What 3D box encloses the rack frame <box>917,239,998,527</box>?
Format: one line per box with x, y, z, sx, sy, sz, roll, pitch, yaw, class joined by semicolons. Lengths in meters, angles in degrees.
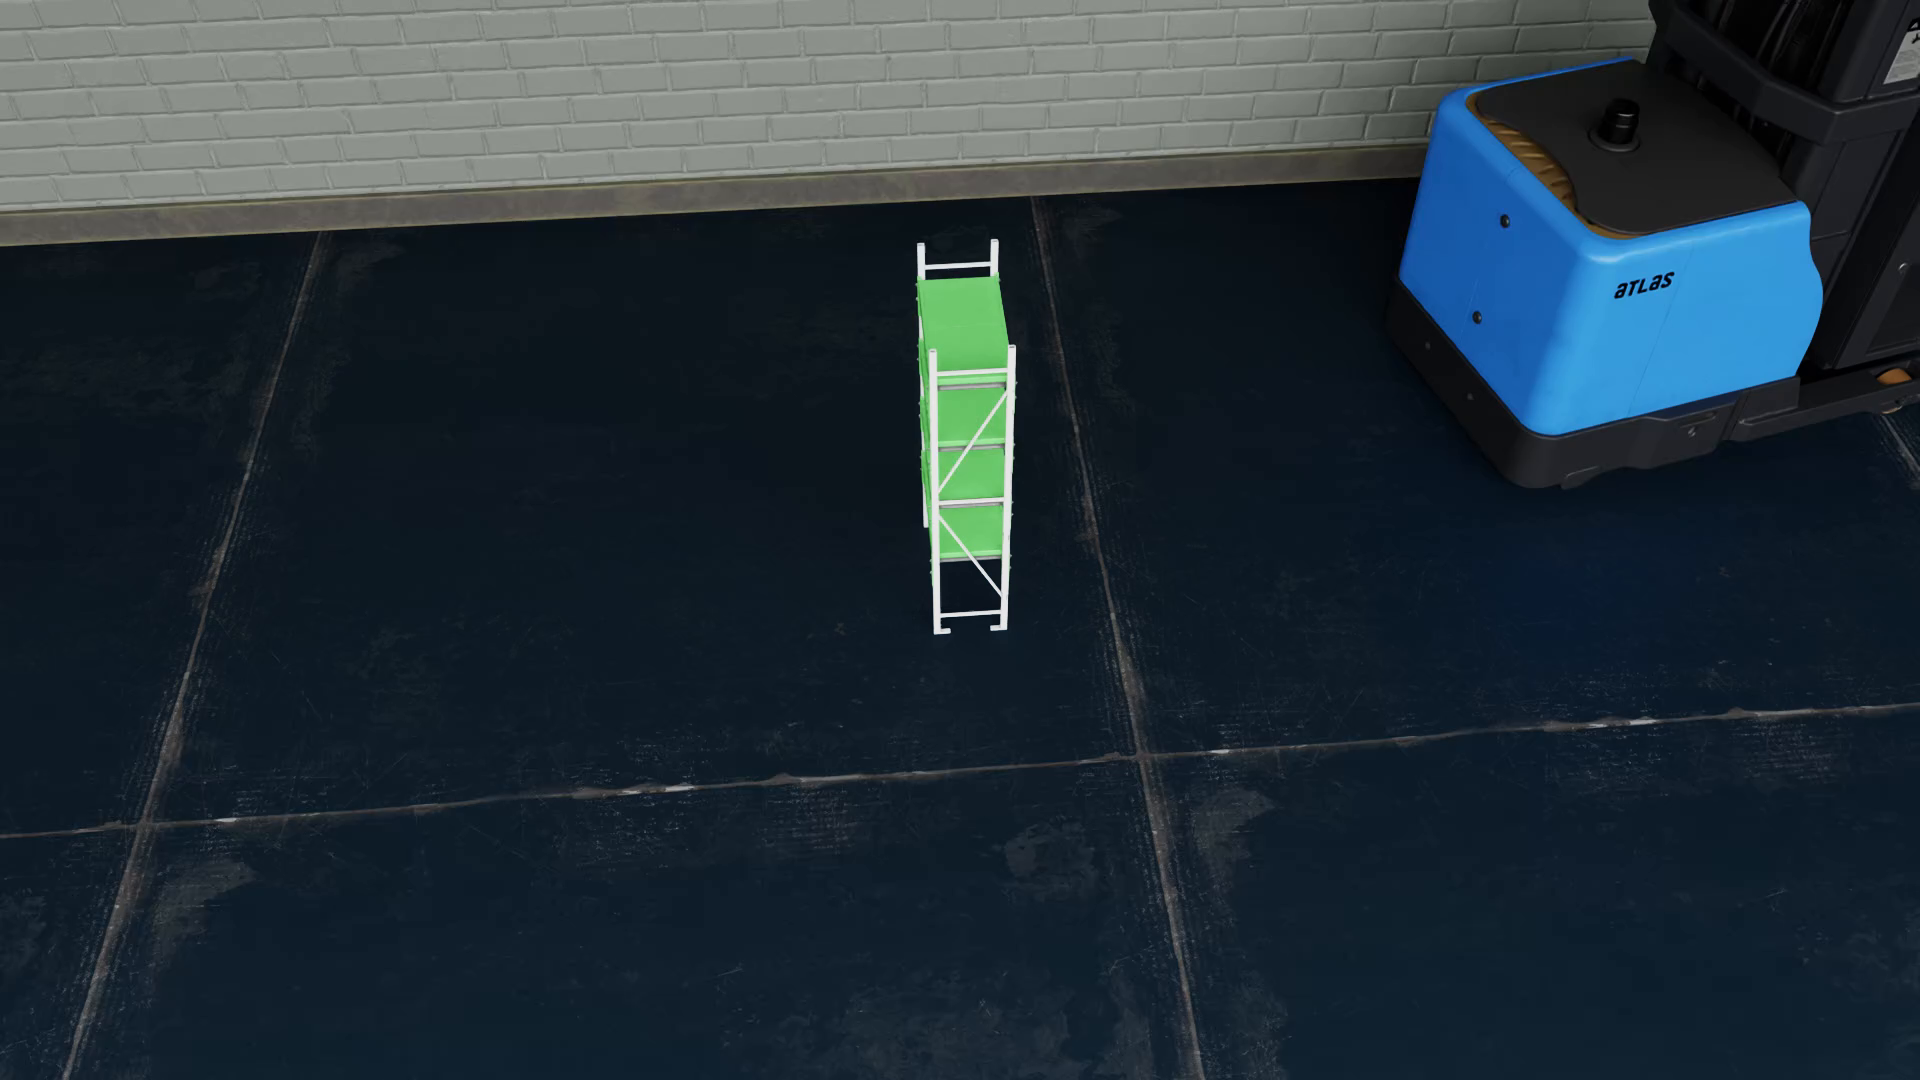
-0.007;-0.469;5.368;0.240;1.200;0.015;-3;47;-3;rack frame

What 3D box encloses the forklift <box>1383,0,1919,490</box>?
3.212;-1.830;5.465;3.031;2.935;1.130;-14;48;-13;forklift

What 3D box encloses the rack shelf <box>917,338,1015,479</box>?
0.014;-0.414;5.073;0.258;0.148;0.480;-3;47;-3;rack shelf

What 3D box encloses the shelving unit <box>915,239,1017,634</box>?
0.014;-0.293;5.201;0.258;1.200;0.503;-3;47;-3;shelving unit

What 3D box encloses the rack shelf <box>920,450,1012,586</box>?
0.014;-0.084;5.422;0.258;0.148;0.480;-3;47;-3;rack shelf

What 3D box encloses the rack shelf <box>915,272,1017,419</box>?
0.014;-0.579;4.899;0.258;0.148;0.480;-3;47;-3;rack shelf

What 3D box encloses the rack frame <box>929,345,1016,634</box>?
0.034;-0.116;5.034;0.240;1.200;0.015;-3;47;-3;rack frame

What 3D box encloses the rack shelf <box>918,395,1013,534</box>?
0.014;-0.249;5.247;0.258;0.148;0.480;-3;47;-3;rack shelf
